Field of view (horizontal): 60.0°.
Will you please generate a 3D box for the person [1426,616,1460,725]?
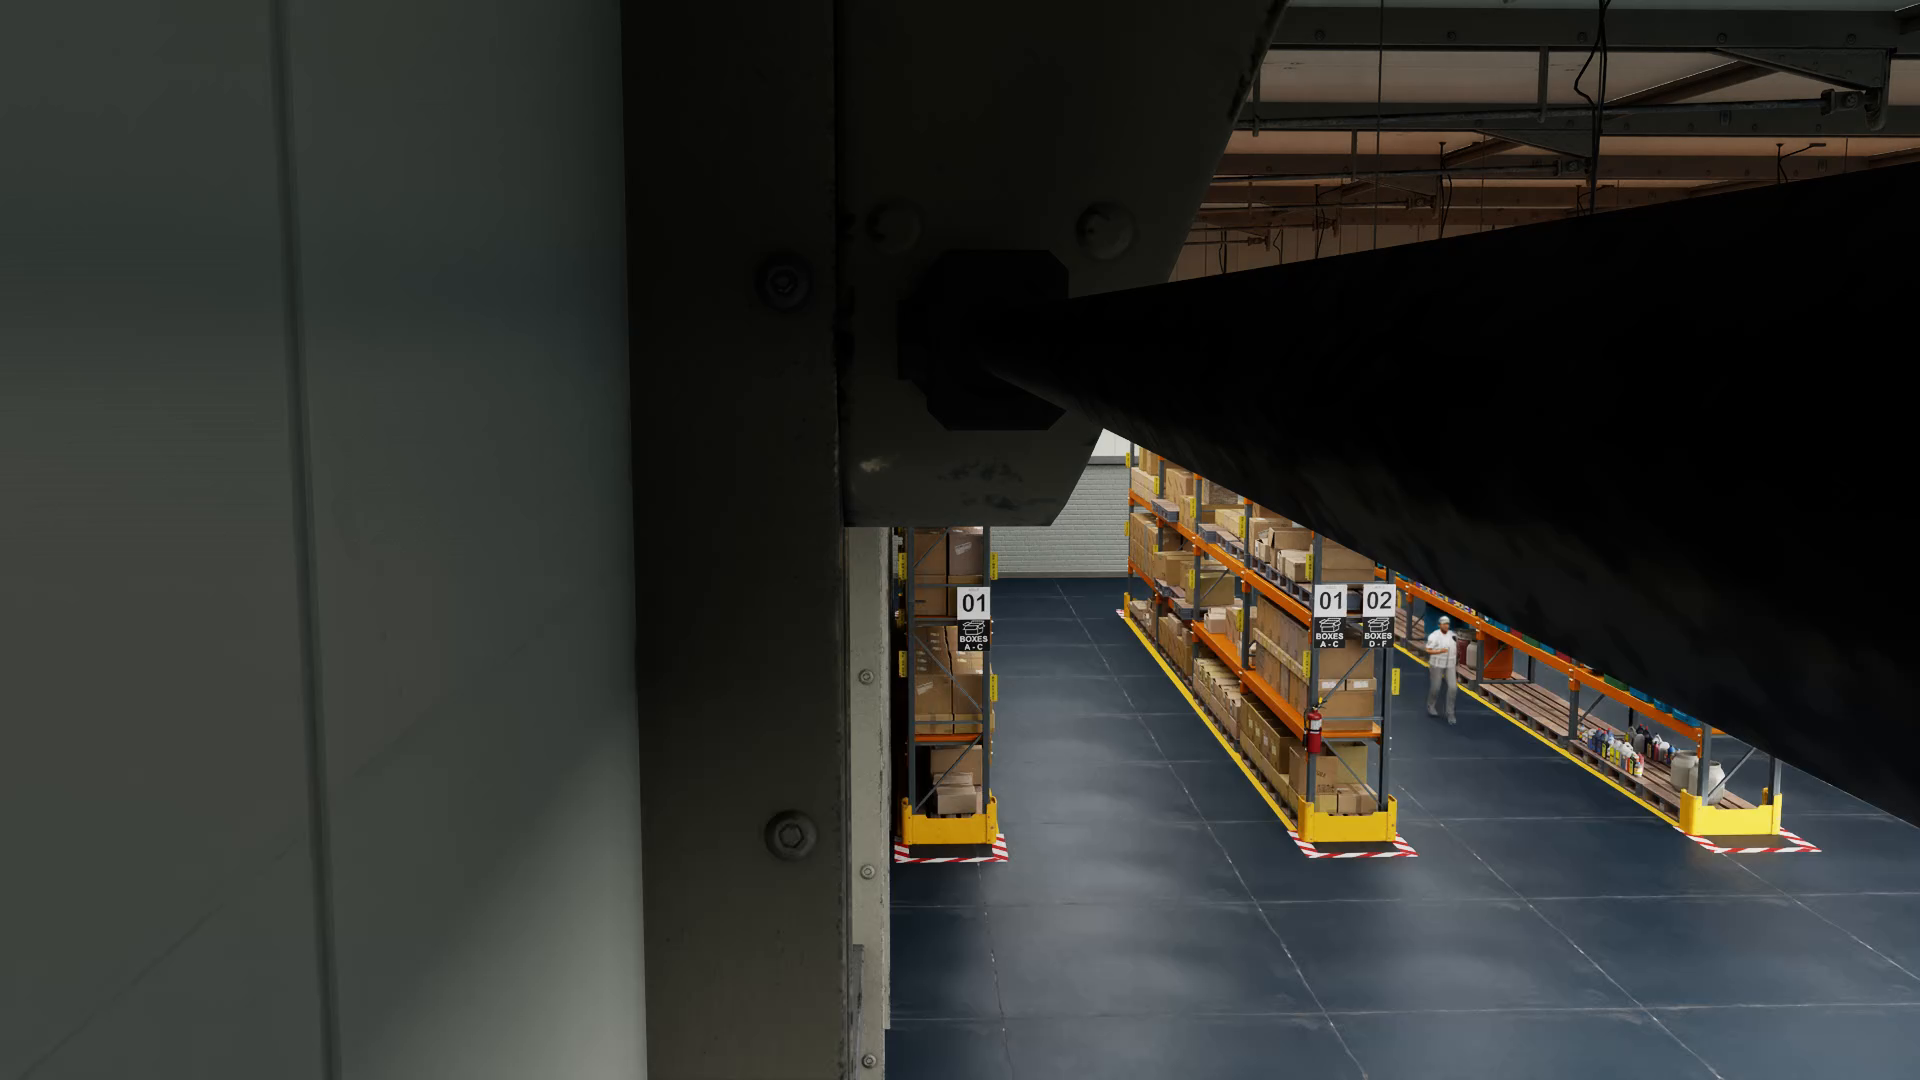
[{"bbox_3d":[7.783,2.073,26.832,0.588,1.718,0.718,0,7,-3],"label":"person"}]
